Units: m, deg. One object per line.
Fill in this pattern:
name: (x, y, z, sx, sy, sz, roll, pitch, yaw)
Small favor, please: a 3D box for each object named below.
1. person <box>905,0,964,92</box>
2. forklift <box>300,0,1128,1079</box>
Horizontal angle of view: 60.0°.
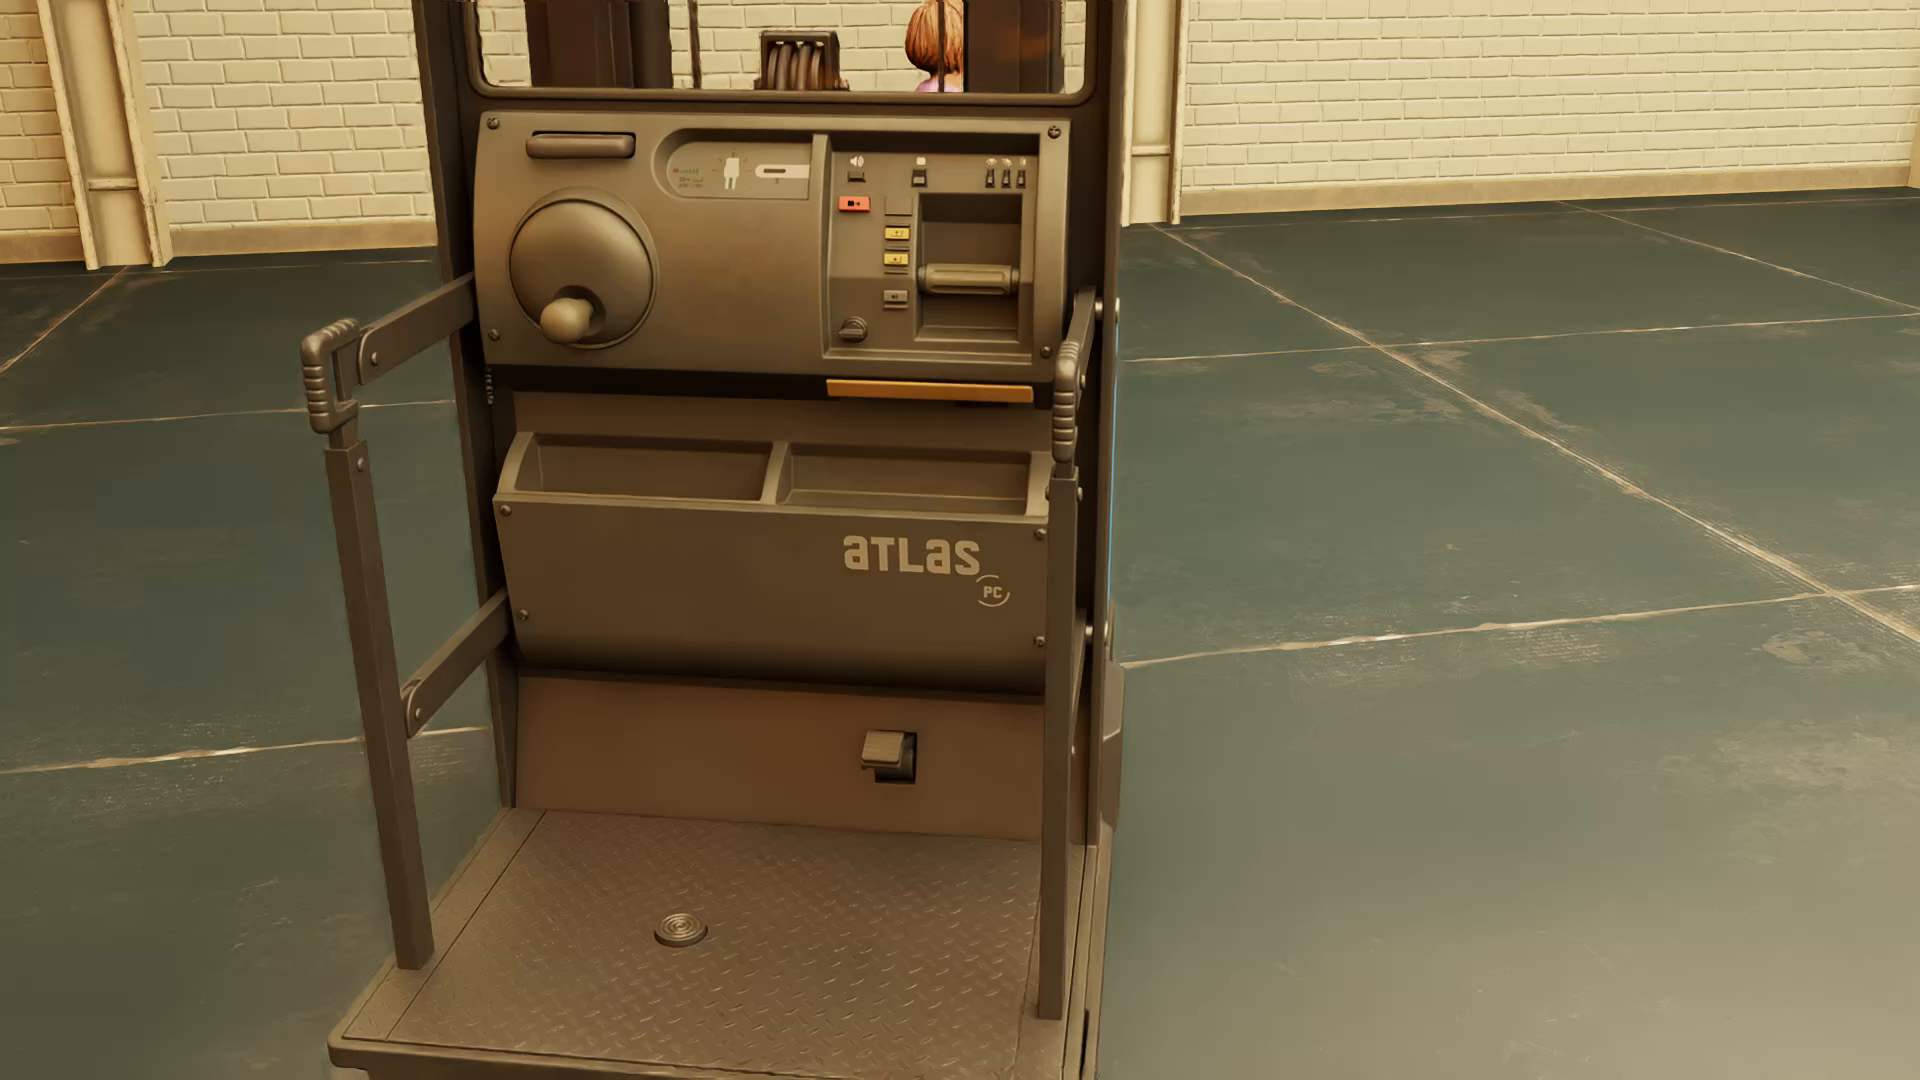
person: (0.076, -0.790, 5.000, 0.472, 1.595, 0.521, -5, 21, -12)
forklift: (-0.322, -0.452, 2.377, 1.130, 2.935, 3.031, 3, 21, 7)
